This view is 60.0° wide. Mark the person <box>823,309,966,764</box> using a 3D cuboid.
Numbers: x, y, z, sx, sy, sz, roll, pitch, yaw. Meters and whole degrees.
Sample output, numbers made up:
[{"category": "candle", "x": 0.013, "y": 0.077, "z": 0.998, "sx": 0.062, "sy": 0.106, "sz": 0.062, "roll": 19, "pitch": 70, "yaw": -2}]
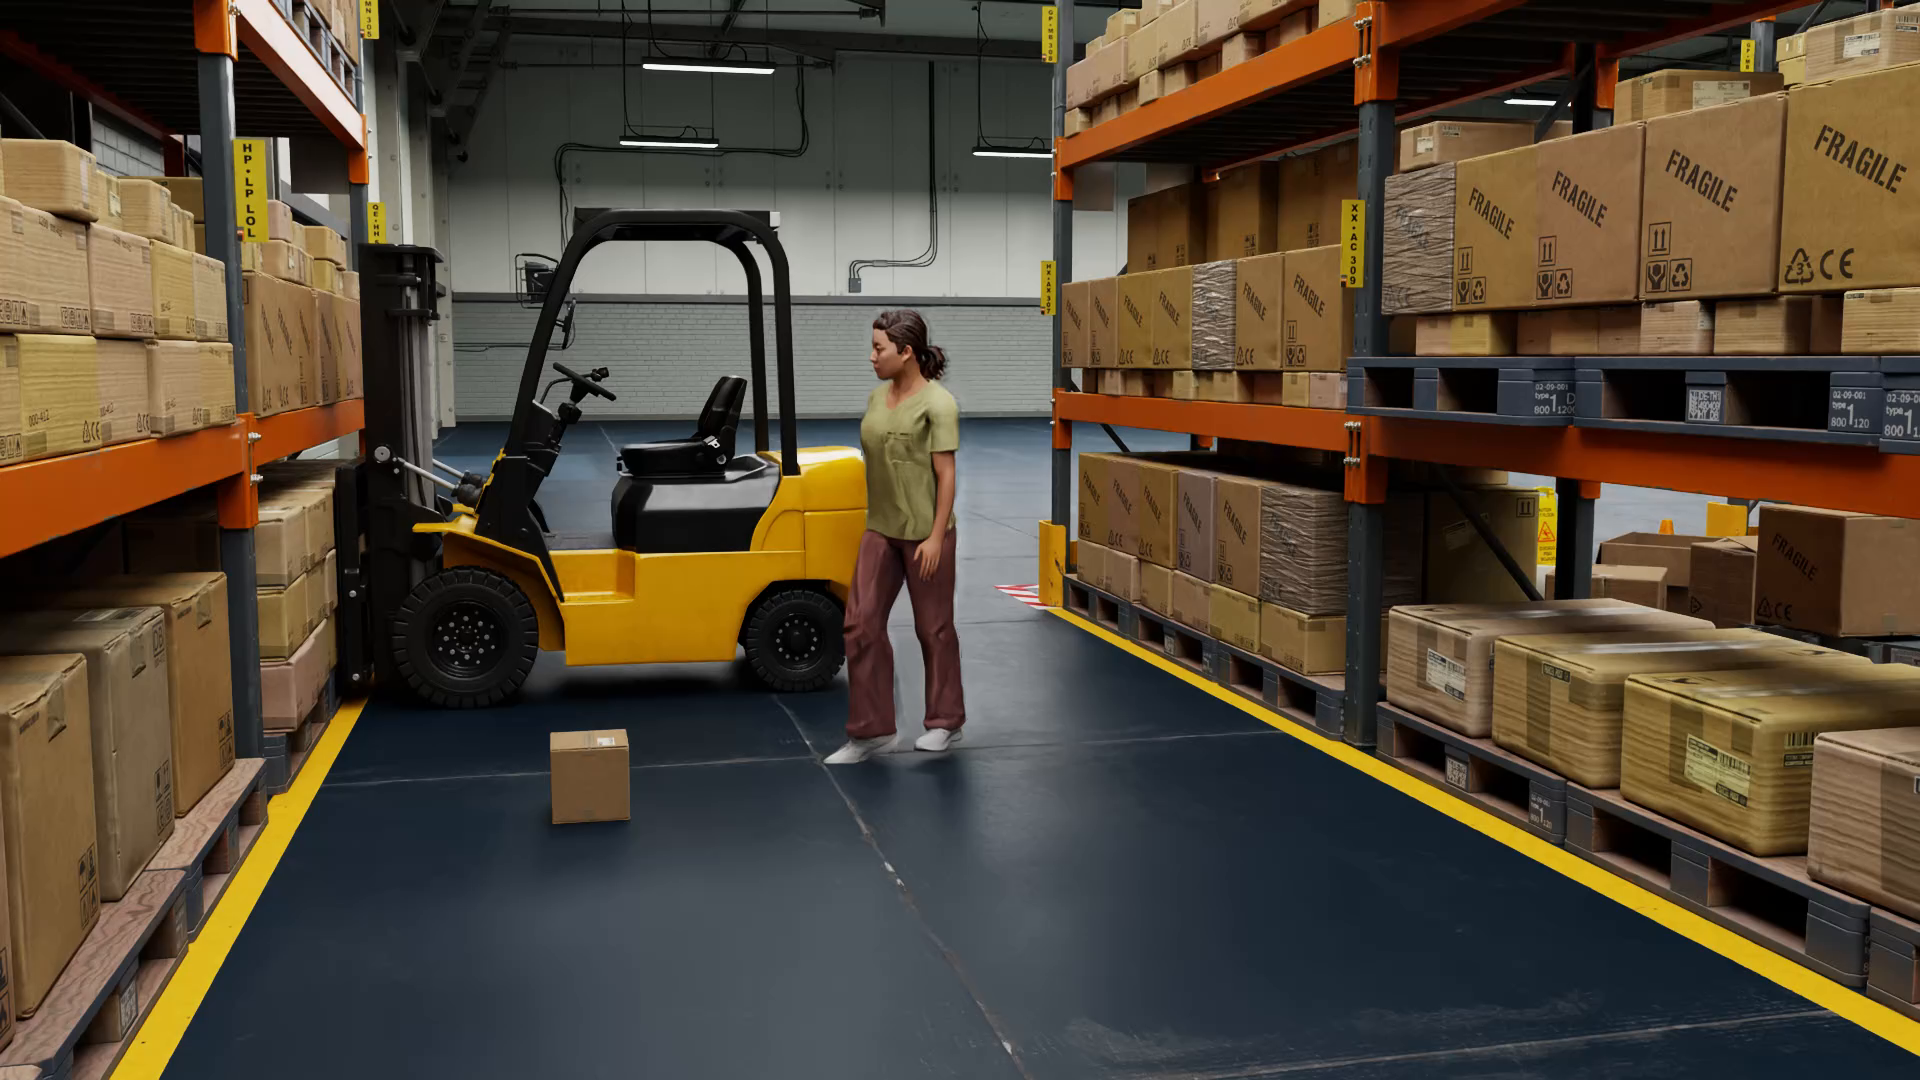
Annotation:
[{"category": "person", "x": -0.178, "y": 0.005, "z": 6.195, "sx": 0.494, "sy": 1.713, "sz": 0.523, "roll": 4, "pitch": 8, "yaw": 35}]
